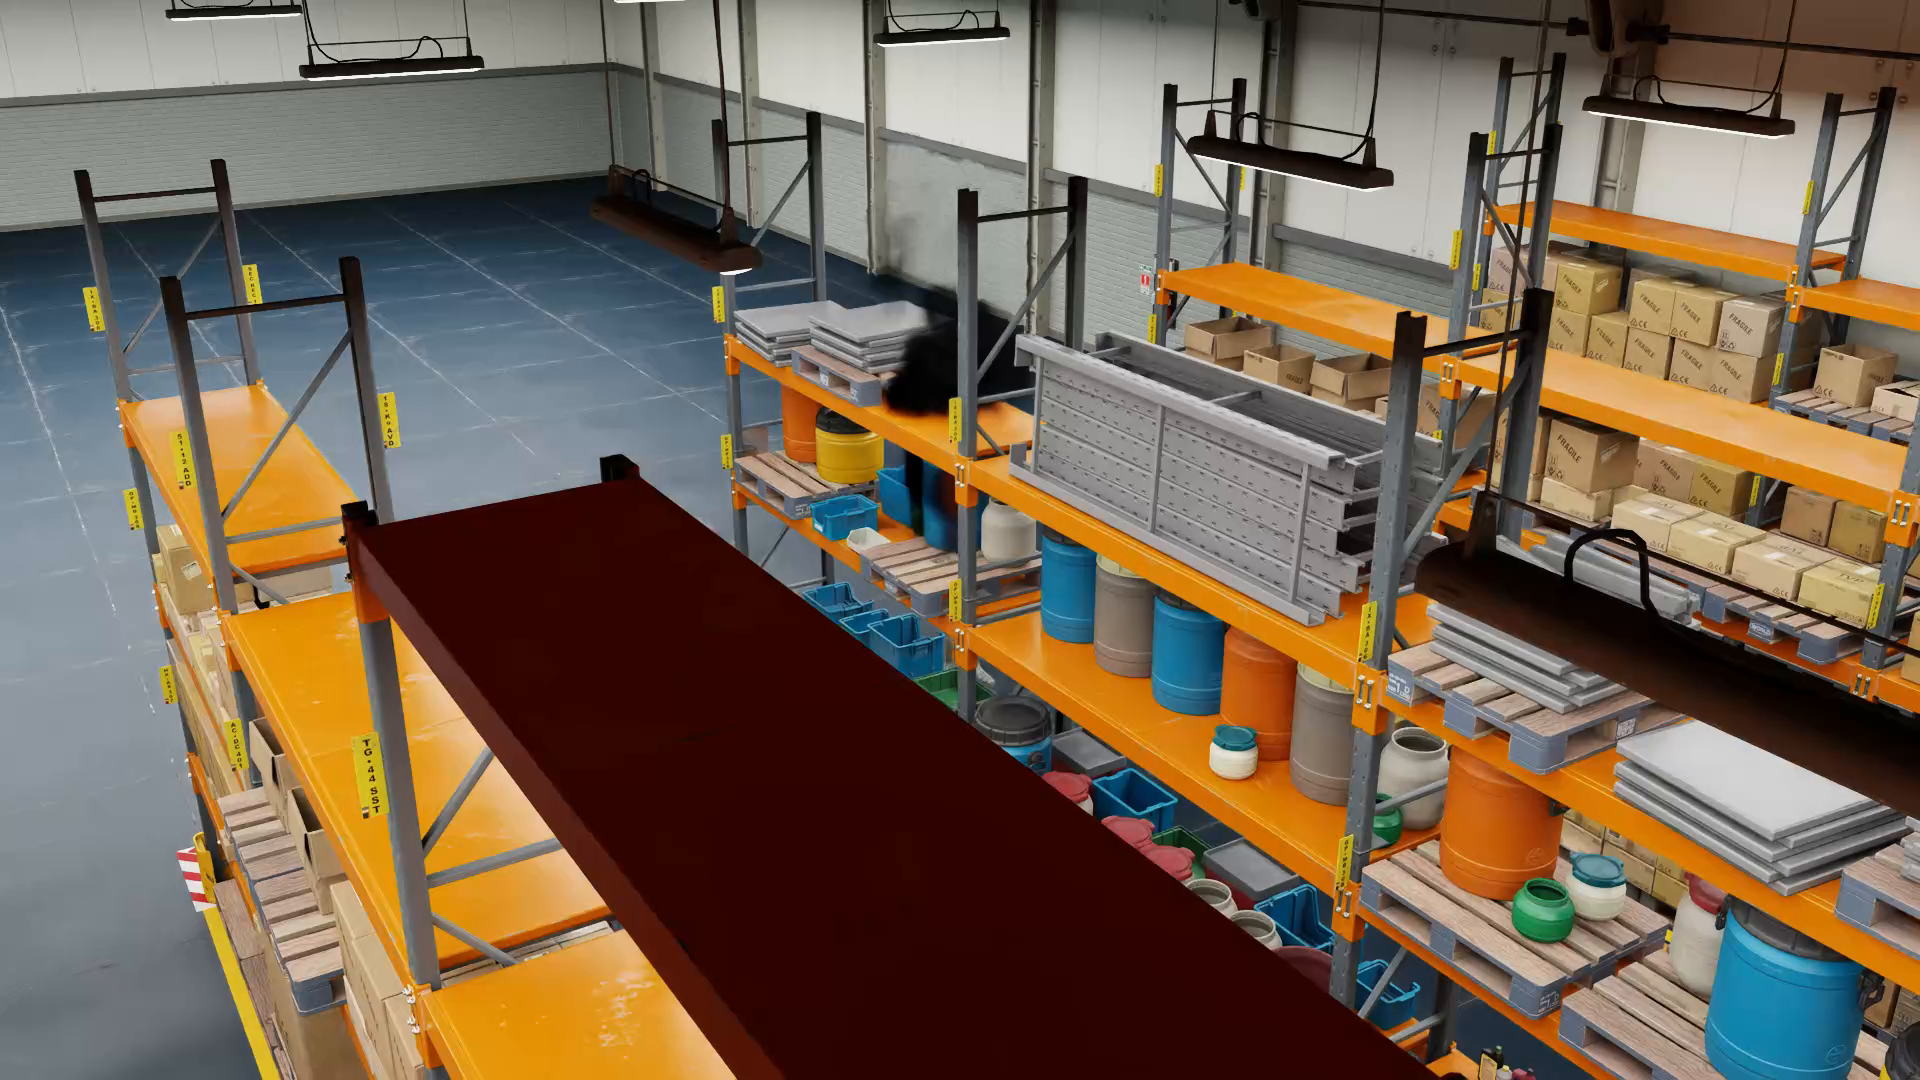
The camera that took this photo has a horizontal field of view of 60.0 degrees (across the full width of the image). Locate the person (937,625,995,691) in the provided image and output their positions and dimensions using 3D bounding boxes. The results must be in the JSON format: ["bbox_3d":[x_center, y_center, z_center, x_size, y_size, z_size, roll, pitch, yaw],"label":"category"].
[{"bbox_3d":[0.013,0.932,16.840,0.725,1.650,0.615,20,29,40],"label":"person"}]

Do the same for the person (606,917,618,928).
[{"bbox_3d":[-2.591,2.965,11.656,0.698,1.753,0.927,-17,27,-36],"label":"person"}]
